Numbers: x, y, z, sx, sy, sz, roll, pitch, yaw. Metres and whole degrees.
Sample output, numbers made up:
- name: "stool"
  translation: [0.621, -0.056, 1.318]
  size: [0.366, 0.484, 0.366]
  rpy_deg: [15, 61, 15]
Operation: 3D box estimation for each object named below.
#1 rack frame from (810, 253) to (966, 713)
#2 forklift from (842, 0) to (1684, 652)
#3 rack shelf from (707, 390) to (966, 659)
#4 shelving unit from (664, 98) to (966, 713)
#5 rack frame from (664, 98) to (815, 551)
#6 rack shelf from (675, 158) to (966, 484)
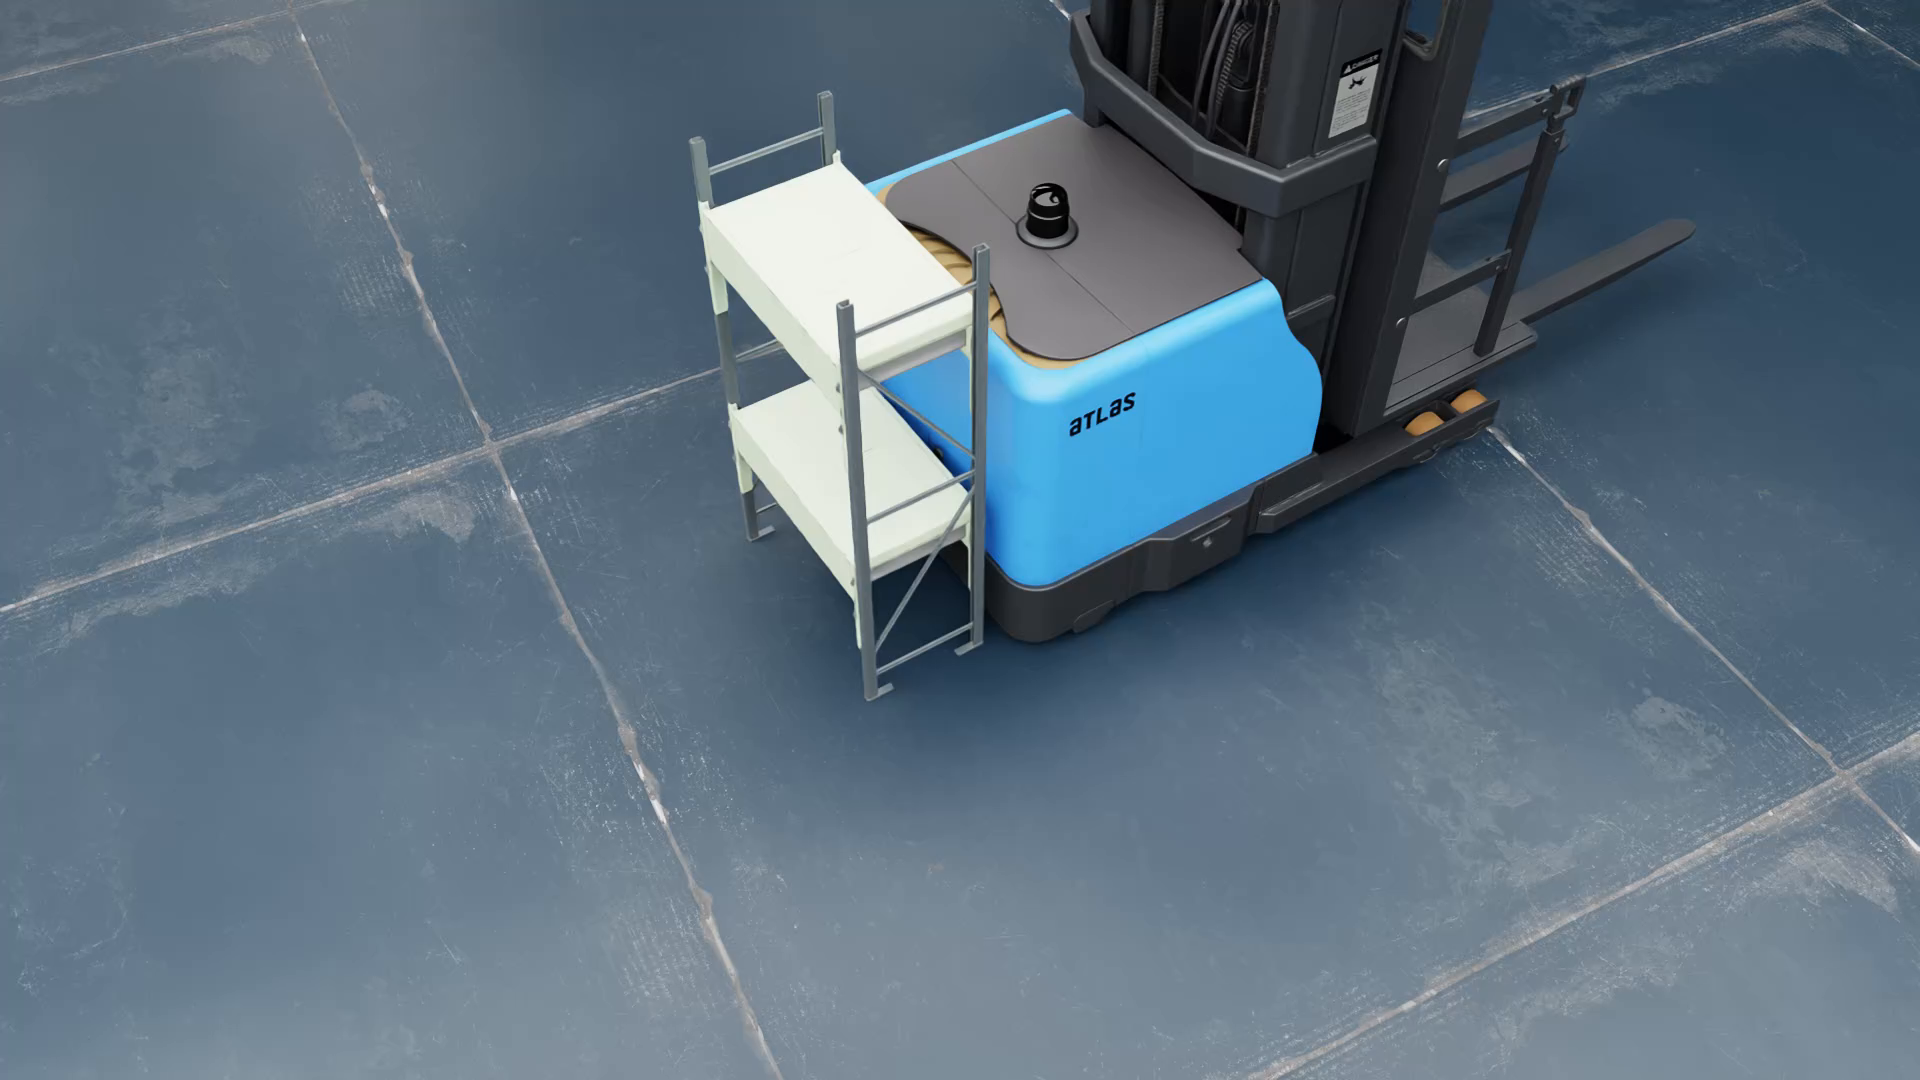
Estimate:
- name: "rack frame"
  translation: [-0.161, -0.082, 4.325]
  size: [0.400, 1.500, 0.023]
  rpy_deg: [-26, 54, -21]
- name: "forklift"
  translation: [1.121, -1.505, 4.619]
  size: [3.031, 2.935, 1.130]
  rpy_deg: [-26, 54, -21]
- name: "rack shelf"
  translation: [-0.358, -0.099, 4.774]
  size: [0.431, 0.370, 0.720]
  rpy_deg: [-26, 54, -21]
- name: "shelving unit"
  translation: [-0.358, -0.314, 4.528]
  size: [0.431, 1.500, 0.755]
  rpy_deg: [-26, 54, -21]
- name: "rack frame"
  translation: [-0.555, -0.546, 4.731]
  size: [0.400, 1.500, 0.023]
  rpy_deg: [-26, 54, -21]
- name: "rack shelf"
  translation: [-0.358, -0.571, 4.234]
  size: [0.431, 0.370, 0.720]
  rpy_deg: [-26, 54, -21]
